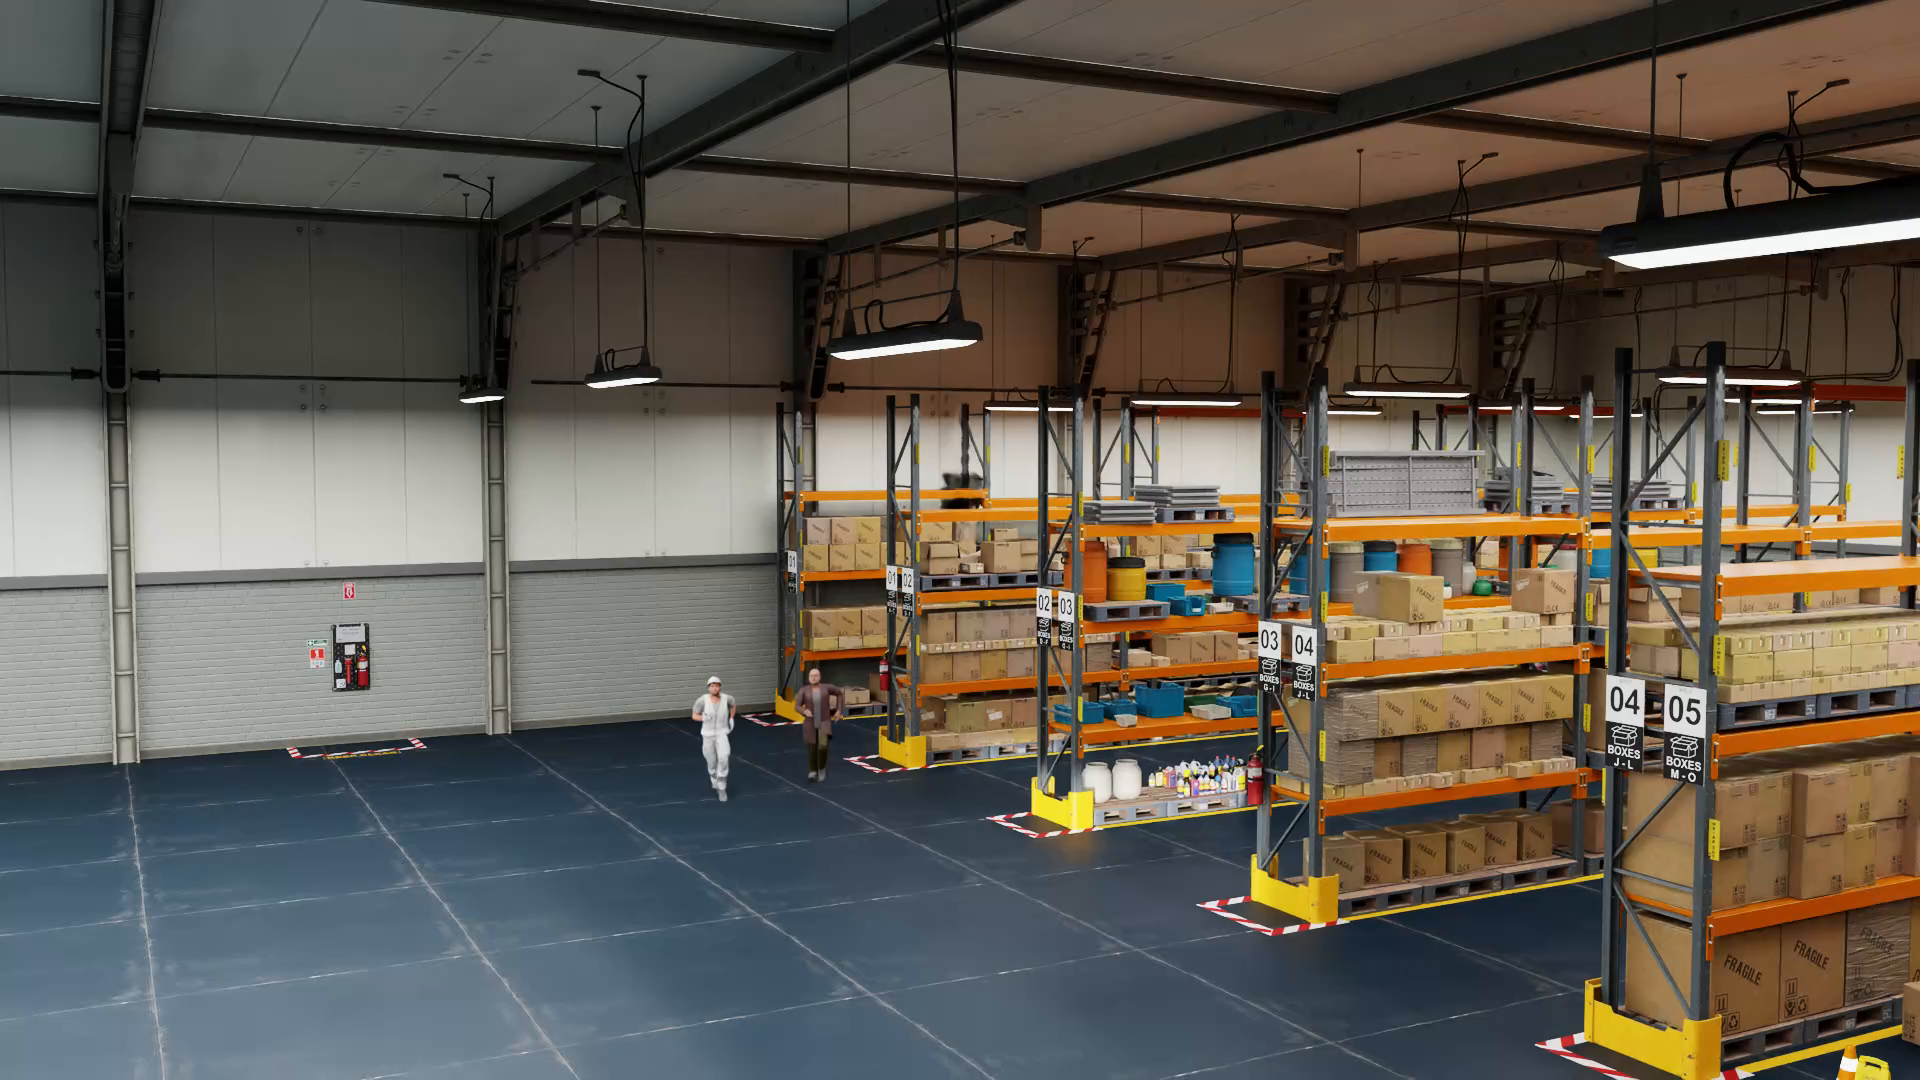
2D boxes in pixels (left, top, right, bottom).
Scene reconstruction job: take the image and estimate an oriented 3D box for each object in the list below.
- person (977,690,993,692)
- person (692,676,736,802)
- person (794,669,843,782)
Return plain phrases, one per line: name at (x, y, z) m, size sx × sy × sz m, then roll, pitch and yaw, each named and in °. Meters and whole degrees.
person at (0.451, 2.310, 30.293) m, size 0.839 × 1.825 × 0.664 m, roll -2°, pitch 4°, yaw -28°
person at (-3.616, 2.903, 24.446) m, size 0.629 × 1.831 × 0.838 m, roll 0°, pitch 3°, yaw -7°
person at (-2.164, 2.832, 25.447) m, size 0.725 × 1.732 × 0.904 m, roll 0°, pitch 3°, yaw 1°
